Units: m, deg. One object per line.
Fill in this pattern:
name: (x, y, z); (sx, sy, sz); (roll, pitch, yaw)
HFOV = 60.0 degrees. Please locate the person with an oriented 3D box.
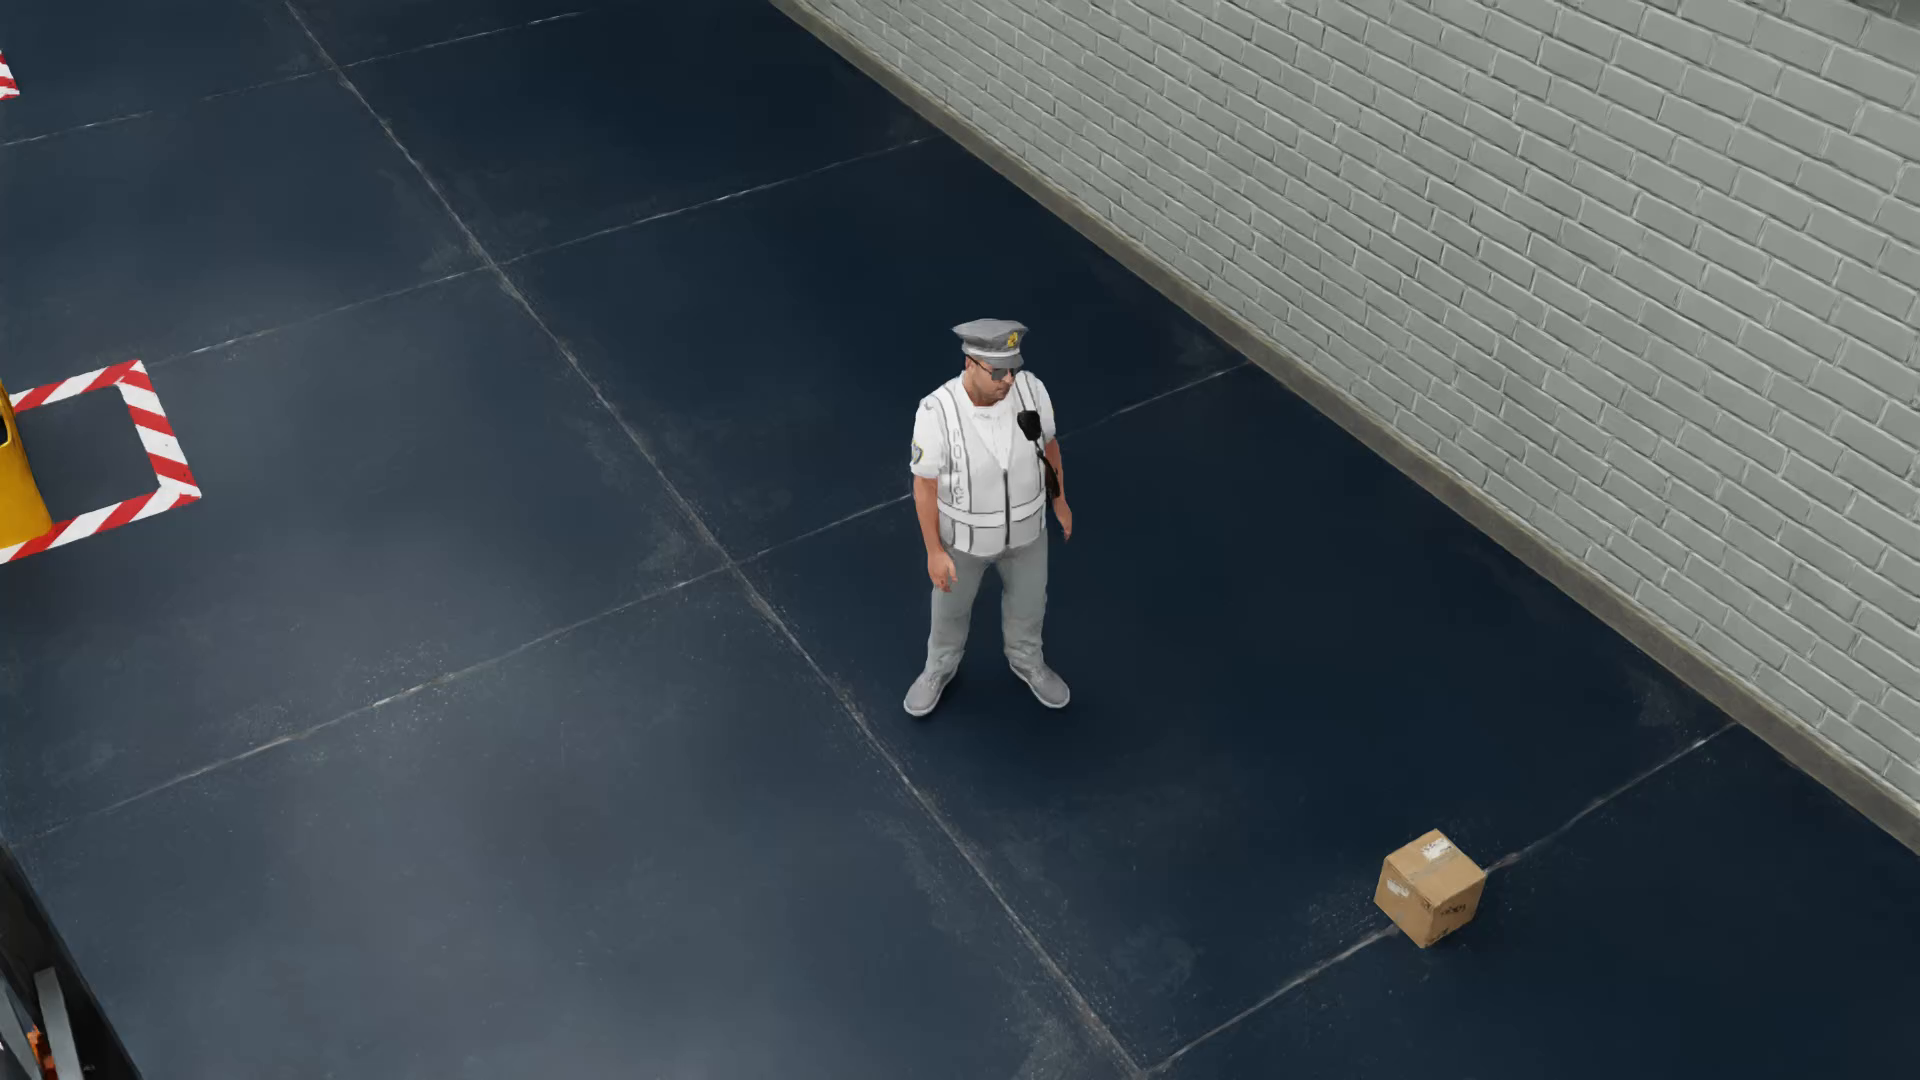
person: (0.105, -0.058, 6.177); (0.690, 1.770, 0.398); (-13, 42, -14)
